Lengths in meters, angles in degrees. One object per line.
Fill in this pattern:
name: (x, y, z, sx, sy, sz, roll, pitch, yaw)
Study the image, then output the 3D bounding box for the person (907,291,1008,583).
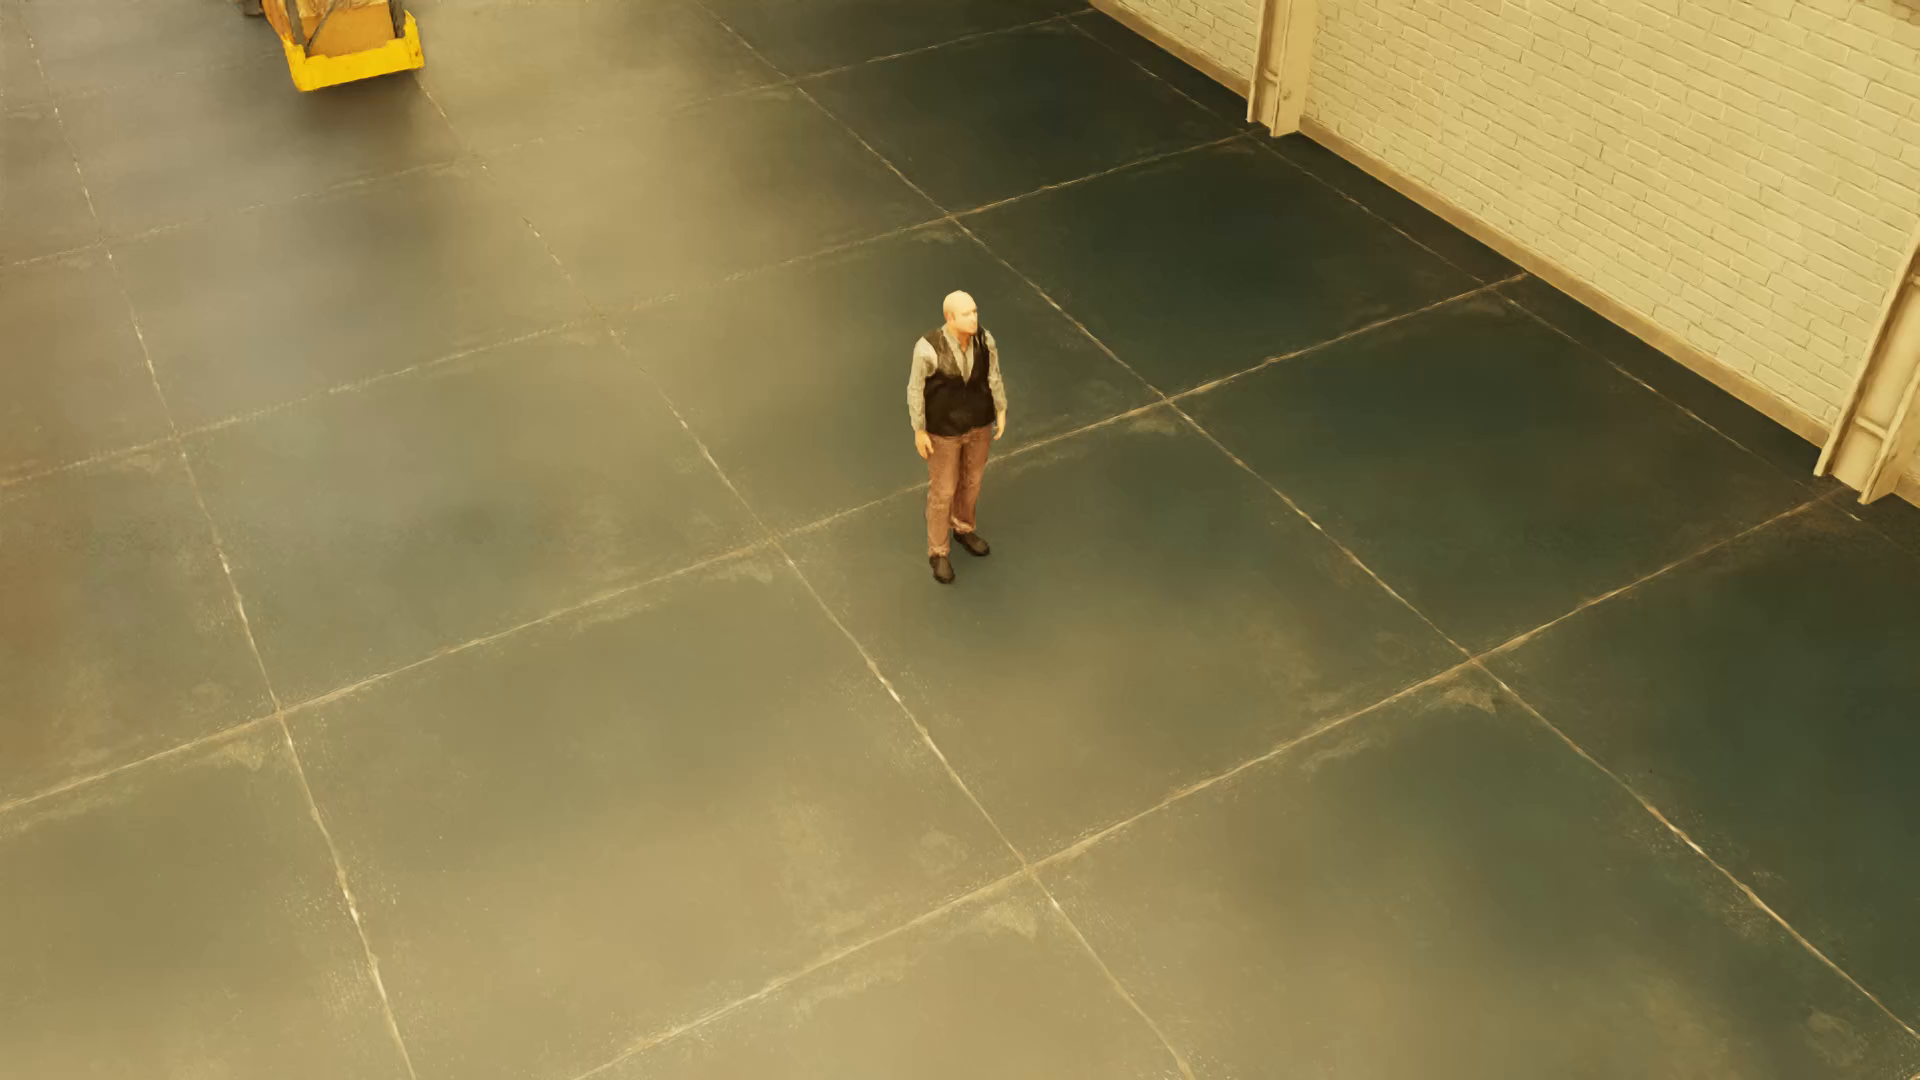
person: (0.024, -0.631, 9.733, 0.632, 1.720, 0.567, -20, 44, -23)
